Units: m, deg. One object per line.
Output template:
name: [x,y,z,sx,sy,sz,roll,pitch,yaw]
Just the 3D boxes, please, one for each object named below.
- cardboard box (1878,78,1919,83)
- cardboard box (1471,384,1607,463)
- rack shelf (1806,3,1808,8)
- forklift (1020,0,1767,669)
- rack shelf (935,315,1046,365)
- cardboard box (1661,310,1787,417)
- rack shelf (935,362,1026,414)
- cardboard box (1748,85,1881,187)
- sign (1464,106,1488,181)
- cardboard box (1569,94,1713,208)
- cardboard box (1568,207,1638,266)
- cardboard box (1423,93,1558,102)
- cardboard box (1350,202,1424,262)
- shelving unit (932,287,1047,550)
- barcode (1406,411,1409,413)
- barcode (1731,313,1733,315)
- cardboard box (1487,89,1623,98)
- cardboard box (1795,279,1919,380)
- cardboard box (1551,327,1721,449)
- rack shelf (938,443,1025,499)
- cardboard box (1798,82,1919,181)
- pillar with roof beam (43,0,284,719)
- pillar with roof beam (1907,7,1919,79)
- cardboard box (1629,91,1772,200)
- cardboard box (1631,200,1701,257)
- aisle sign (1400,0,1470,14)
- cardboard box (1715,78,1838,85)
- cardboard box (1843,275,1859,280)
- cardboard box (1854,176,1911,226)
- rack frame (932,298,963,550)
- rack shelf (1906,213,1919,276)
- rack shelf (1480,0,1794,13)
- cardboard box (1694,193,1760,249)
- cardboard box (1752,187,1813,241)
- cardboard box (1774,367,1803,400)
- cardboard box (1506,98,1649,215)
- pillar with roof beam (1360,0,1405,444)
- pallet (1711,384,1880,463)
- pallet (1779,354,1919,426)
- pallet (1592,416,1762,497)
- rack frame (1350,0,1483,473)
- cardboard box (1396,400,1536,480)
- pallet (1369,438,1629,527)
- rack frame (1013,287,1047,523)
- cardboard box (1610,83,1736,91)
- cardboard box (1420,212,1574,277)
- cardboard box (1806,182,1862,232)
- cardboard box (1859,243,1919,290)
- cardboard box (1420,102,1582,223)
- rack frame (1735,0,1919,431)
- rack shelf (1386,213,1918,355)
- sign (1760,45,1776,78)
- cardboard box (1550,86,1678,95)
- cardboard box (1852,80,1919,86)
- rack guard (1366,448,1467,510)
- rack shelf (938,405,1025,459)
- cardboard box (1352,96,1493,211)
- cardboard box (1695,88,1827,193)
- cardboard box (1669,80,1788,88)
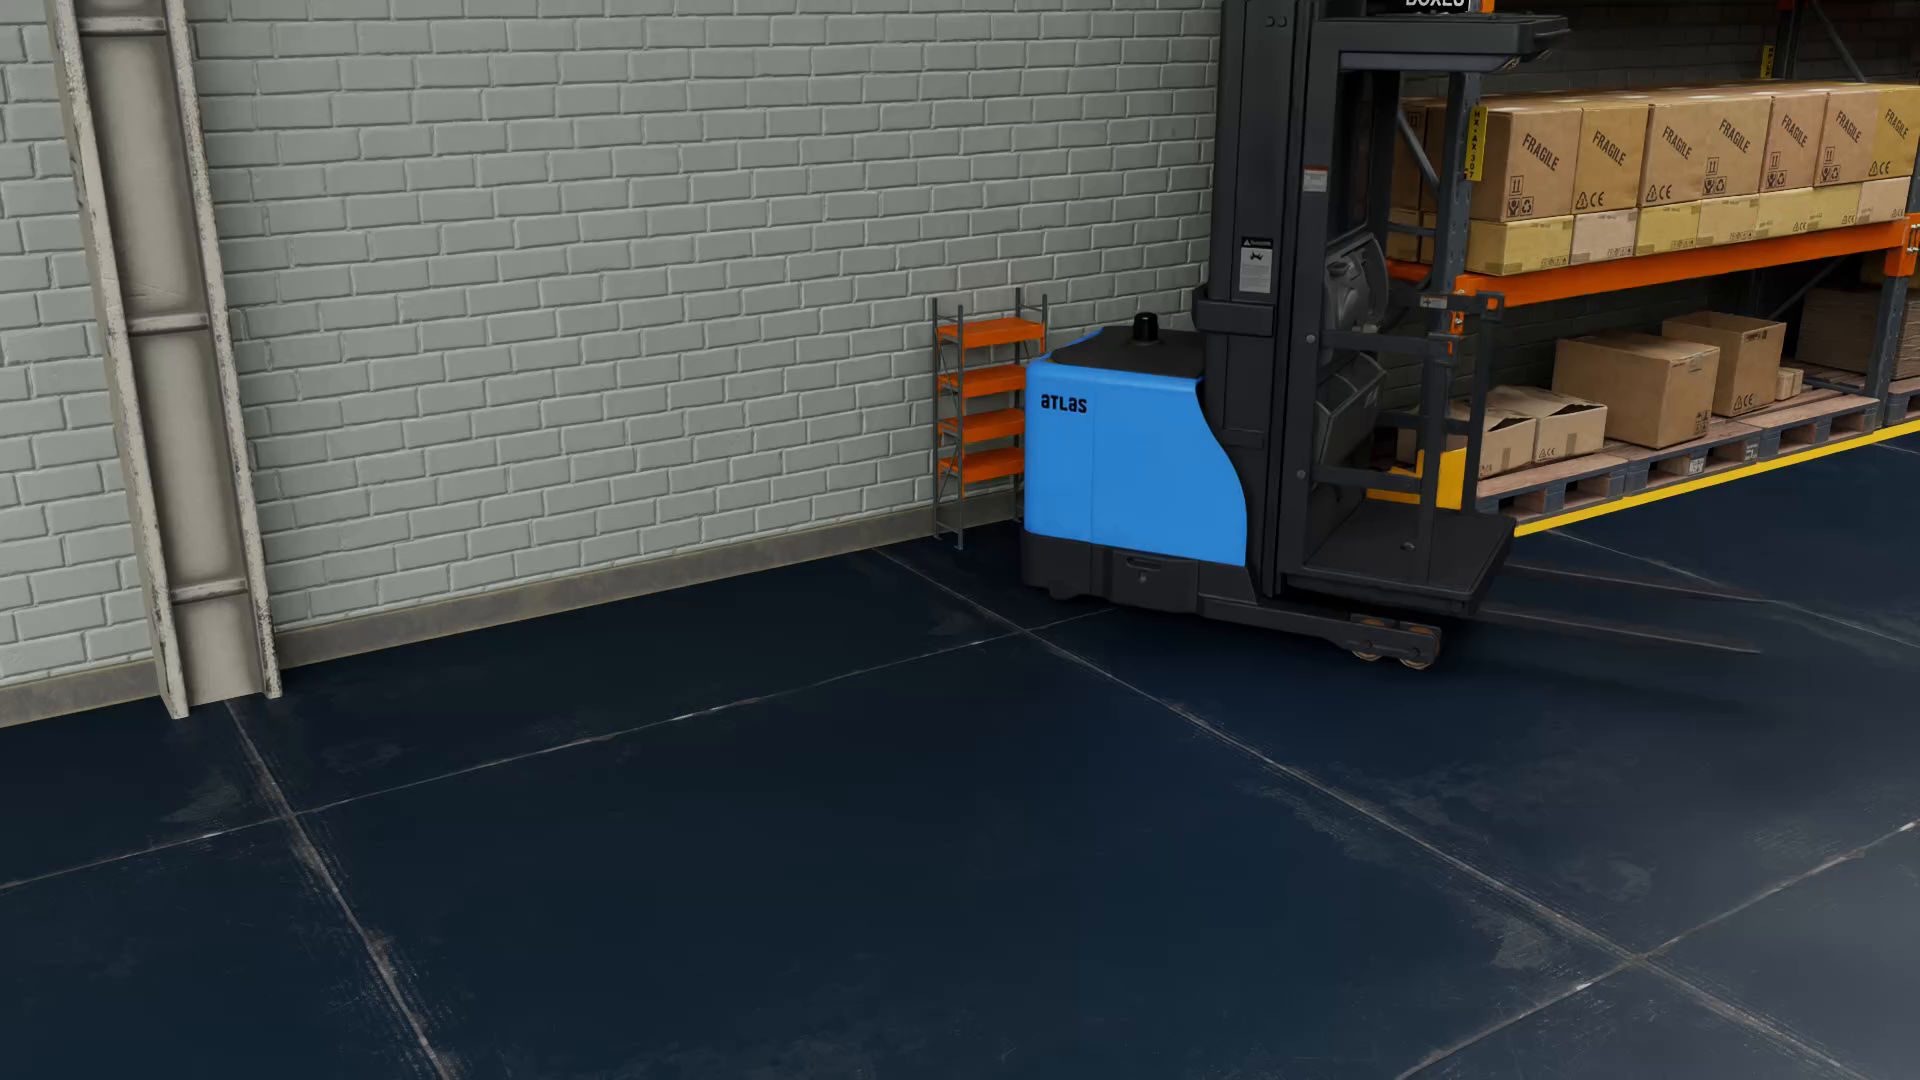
cardboard box: [6.281,-2.662,10.592,0.500,0.500,0.700,-9,21,-26]
cardboard box: [3.129,-0.657,9.017,0.500,0.311,0.500,-10,21,-27]
rack shelf: [7.037,-3.662,10.832,4.000,0.370,1.077,-12,22,-31]
forklift: [1.822,-1.063,6.812,3.031,2.935,1.130,9,21,25]
rack shelf: [0.144,-0.968,8.007,0.480,0.148,0.258,-12,22,-32]
cardboard box: [4.522,-1.060,9.912,0.500,0.500,0.500,-14,23,-35]
rack shelf: [0.144,-0.744,8.083,0.480,0.148,0.258,-12,22,-32]
cardboard box: [4.728,-2.267,9.300,0.500,0.500,0.500,-12,22,-32]
sign: [2.324,-1.790,7.503,0.005,0.325,0.100,-12,22,-31]
cardboard box: [3.443,-1.996,8.496,0.500,0.500,0.500,-13,22,-33]
cardboard box: [3.034,-1.559,8.377,0.500,0.250,0.500,-13,22,-33]
cardboard box: [2.728,-2.044,8.640,0.500,0.500,0.500,-12,22,-31]
cardboard box: [2.310,-1.597,8.489,0.500,0.250,0.500,-12,22,-31]
shelving unit: [0.144,-0.596,8.133,0.503,1.200,0.258,-12,22,-32]
barcode: [2.448,-0.672,9.045,0.075,0.075,0.001,-12,22,-31]
barcode: [4.784,-1.374,10.342,0.075,0.075,0.001,-12,22,-31]
cardboard box: [3.158,-2.136,8.913,0.500,0.500,0.500,-13,22,-33]
cardboard box: [5.972,-1.388,10.881,0.500,0.500,0.700,-11,22,-30]
cardboard box: [3.770,-0.863,9.330,0.500,0.500,0.700,-14,23,-35]
rack shelf: [0.144,-0.344,8.218,0.480,0.148,0.258,-12,22,-32]
cardboard box: [5.142,-2.357,9.565,0.500,0.500,0.500,-12,22,-32]
pillar with roof beam: [-0.509,-2.513,1.627,0.400,9.000,9.100,-12,22,-31]
pillar with roof beam: [9.513,-4.627,7.879,0.400,9.000,9.100,-12,22,-31]
cardboard box: [3.868,-2.090,8.775,0.500,0.500,0.500,-11,22,-30]
cardboard box: [3.463,-1.647,8.637,0.500,0.250,0.500,-12,22,-32]
aisle sign: [2.131,-2.663,7.380,0.004,0.787,0.394,-12,22,-31]
cardboard box: [4.859,-2.496,9.976,0.500,0.500,0.500,-13,22,-33]
cardboard box: [6.376,-1.492,11.190,0.500,0.500,0.700,-12,22,-32]
cardboard box: [5.138,-2.003,9.689,0.500,0.250,0.500,-12,22,-31]
rack frame: [-0.059,-0.552,8.004,0.015,1.200,0.240,-12,22,-32]
rack shelf: [7.037,-2.241,11.312,4.000,0.370,1.077,-12,22,-31]
rack shelf: [3.696,-2.957,8.748,4.000,0.370,1.077,-12,22,-31]
cardboard box: [3.886,-1.736,8.899,0.500,0.250,0.500,-12,22,-31]
cardboard box: [4.305,-1.825,9.162,0.500,0.250,0.500,-12,22,-32]
cardboard box: [4.936,-0.993,10.236,0.250,0.166,0.380,-16,24,-38]
cardboard box: [3.008,-1.906,8.232,0.500,0.500,0.500,-12,22,-31]
pillar with roof beam: [4.502,-3.570,4.753,0.400,9.000,9.100,-12,22,-31]
pallet: [4.825,-0.780,10.224,1.213,0.211,1.003,-12,22,-31]
pallet: [6.016,-1.046,11.008,1.213,0.211,1.003,-12,22,-31]
pallet: [3.805,-0.564,9.584,1.213,0.211,1.003,-12,22,-31]
rack frame: [2.026,-1.525,8.071,0.127,3.000,1.000,-12,22,-31]
cardboard box: [2.653,-0.557,8.720,0.500,0.311,0.500,-15,24,-37]
pallet: [2.787,-0.351,8.952,1.213,0.211,1.003,-12,22,-31]
rack frame: [0.346,-0.639,8.262,0.015,1.200,0.240,-12,22,-32]
cardboard box: [4.006,-2.319,9.454,0.500,0.500,0.500,-11,22,-30]
cardboard box: [2.608,-1.464,8.095,0.500,0.250,0.500,-13,22,-33]
cardboard box: [4.717,-1.918,9.436,0.500,0.250,0.500,-12,22,-31]
cardboard box: [6.338,-1.821,10.994,0.500,0.250,0.500,-12,22,-33]
cardboard box: [2.590,-1.822,7.983,0.500,0.500,0.500,-12,22,-31]
rack frame: [5.367,-2.229,10.155,0.127,3.000,1.000,-12,22,-31]
rack shelf: [3.696,-1.536,9.228,4.000,0.370,1.077,-12,22,-31]
sign: [5.058,-2.925,10.407,0.005,0.325,0.100,-12,22,-31]
cardboard box: [3.578,-2.225,9.175,0.500,0.500,0.500,-12,22,-31]
cardboard box: [5.810,-2.565,10.307,0.500,0.500,0.700,-12,22,-31]
rack guard: [2.089,-0.354,8.511,0.348,0.500,1.175,-12,22,-31]
rack shelf: [0.144,-0.532,8.155,0.480,0.148,0.258,-12,22,-32]
cardboard box: [2.303,-1.958,8.385,0.500,0.500,0.500,-12,22,-32]
cardboard box: [4.302,-2.182,9.046,0.500,0.500,0.500,-13,22,-33]
cardboard box: [4.425,-2.406,9.709,0.500,0.500,0.500,-12,22,-32]
